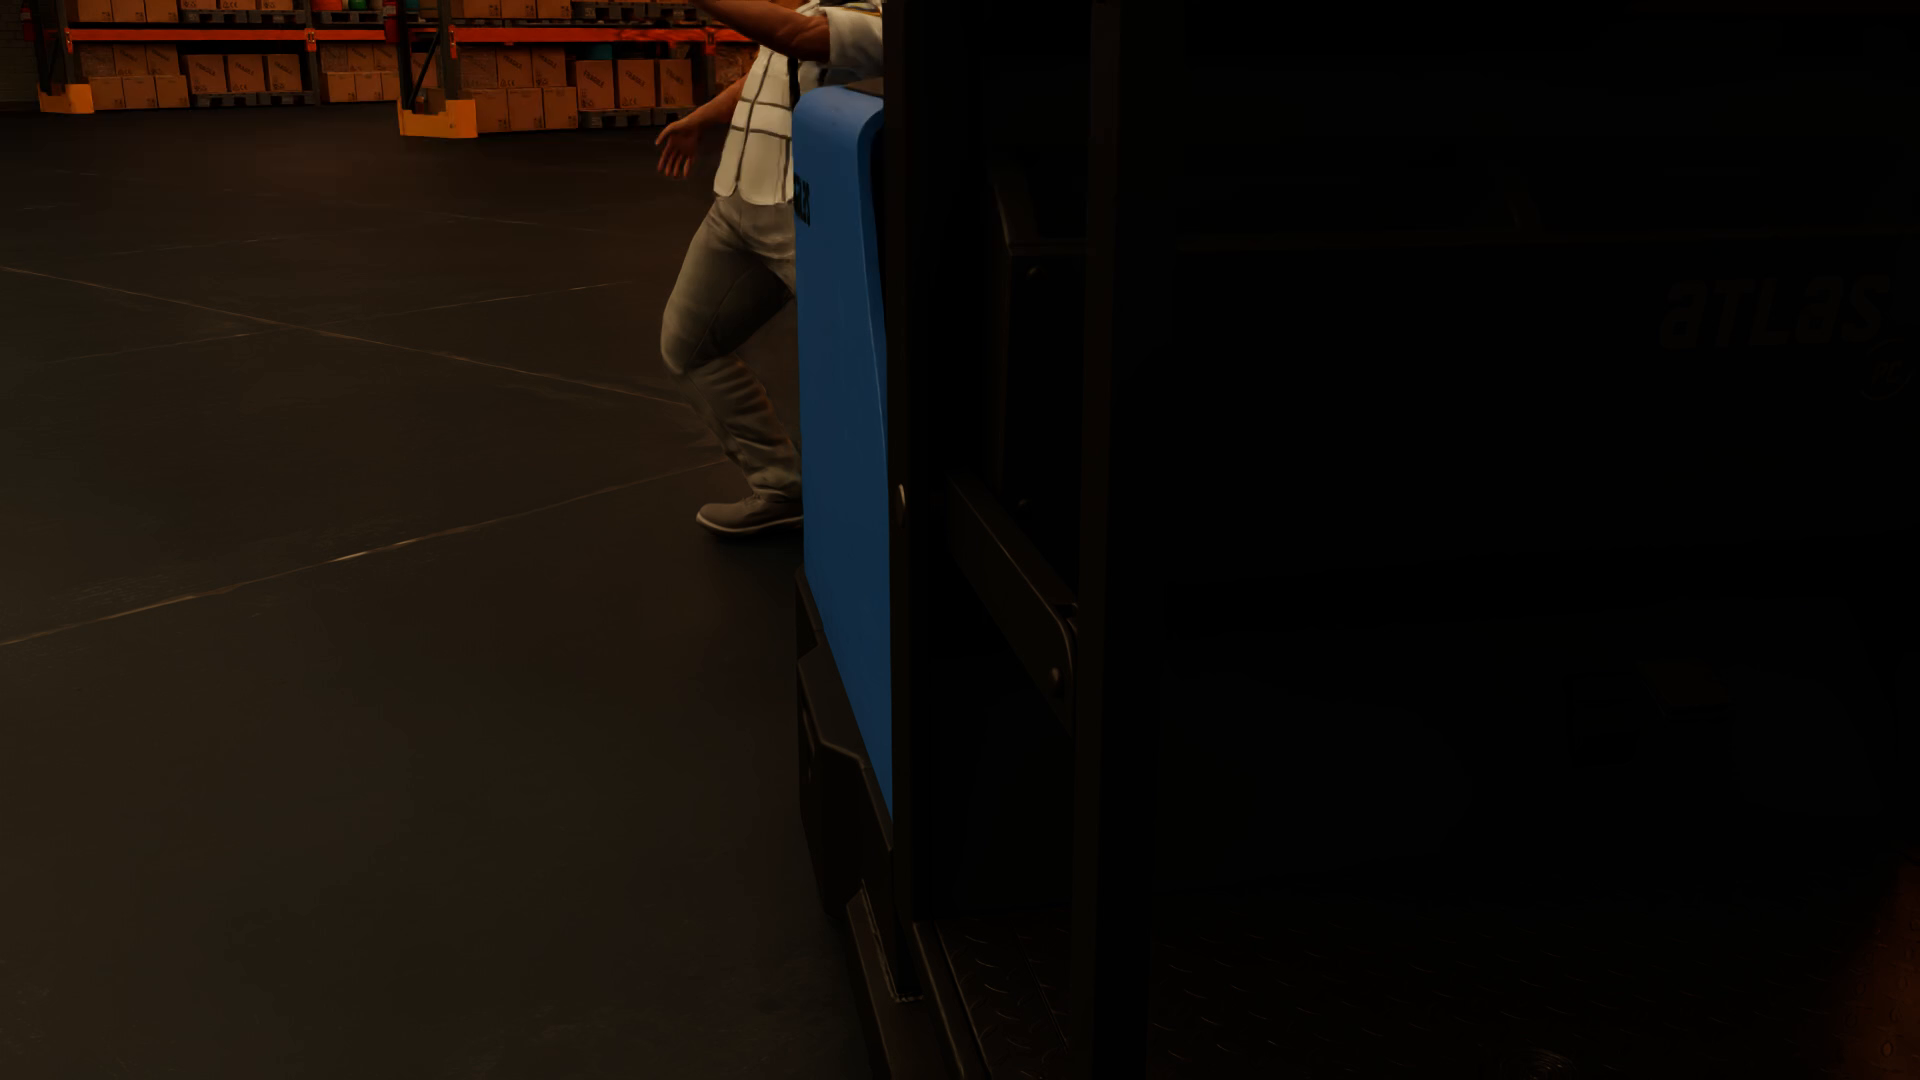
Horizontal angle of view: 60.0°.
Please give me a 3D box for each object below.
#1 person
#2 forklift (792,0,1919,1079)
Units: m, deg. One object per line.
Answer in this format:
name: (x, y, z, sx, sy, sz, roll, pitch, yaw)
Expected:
person: (-0.392, -0.707, 3.686, 0.786, 1.475, 0.895, -13, 21, -37)
forklift: (0.525, -0.678, 1.129, 1.130, 2.935, 3.031, -3, 17, -11)
